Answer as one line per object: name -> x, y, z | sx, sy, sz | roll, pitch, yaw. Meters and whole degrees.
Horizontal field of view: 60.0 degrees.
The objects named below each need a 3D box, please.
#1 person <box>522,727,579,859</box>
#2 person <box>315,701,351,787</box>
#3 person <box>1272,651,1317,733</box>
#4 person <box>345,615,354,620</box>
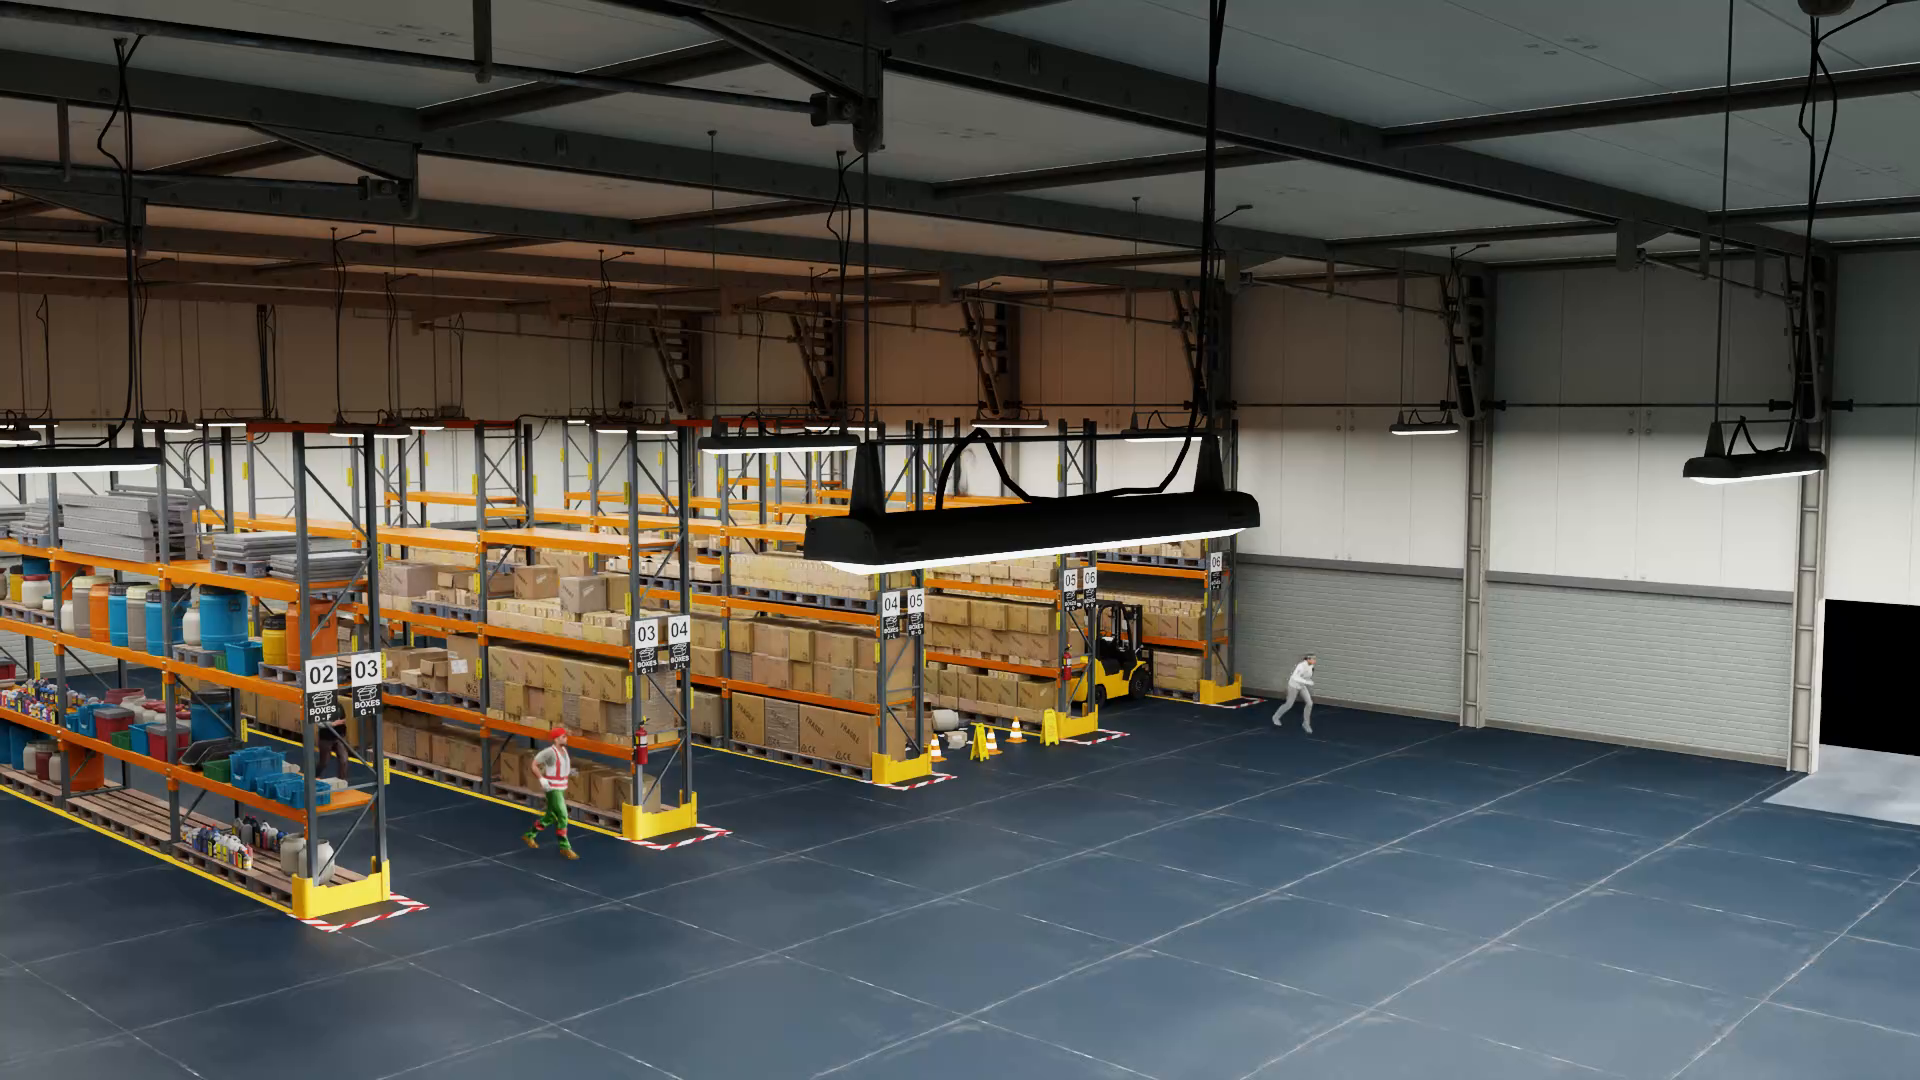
person -> -5.723, 3.531, 23.464 | 0.941, 1.784, 0.689 | 1, 5, 13
person -> -10.178, 3.285, 26.907 | 0.948, 1.652, 0.644 | 3, 5, 31
person -> 6.509, 2.931, 32.314 | 0.959, 1.623, 0.658 | 4, 6, 42
person -> -13.376, 2.504, 36.257 | 0.878, 1.751, 0.687 | 3, 5, 30
